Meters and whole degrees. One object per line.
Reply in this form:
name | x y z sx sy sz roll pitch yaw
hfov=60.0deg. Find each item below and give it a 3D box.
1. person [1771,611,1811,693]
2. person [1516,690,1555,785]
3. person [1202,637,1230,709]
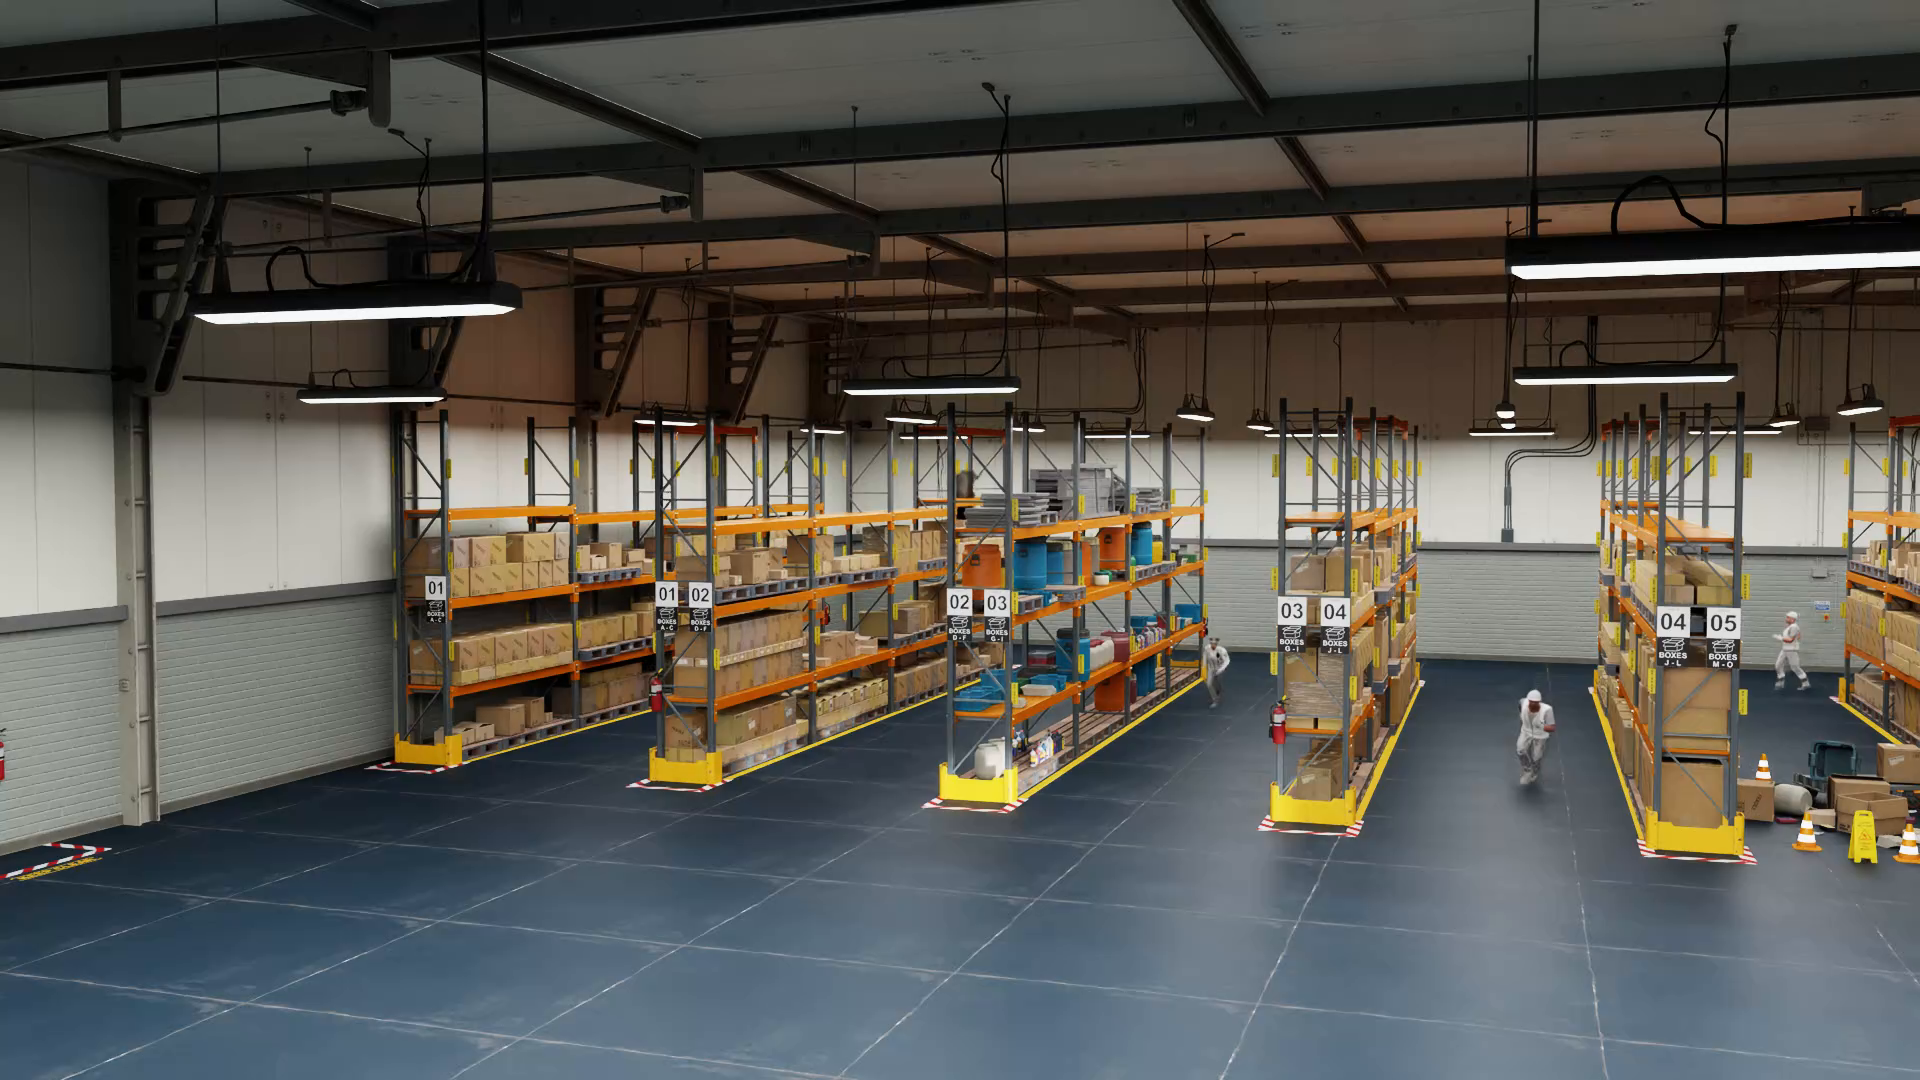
person | 18.531 2.511 37.070 0.803 1.845 0.648 0 2 11
person | 9.036 3.080 26.093 0.641 1.543 1.093 1 3 29
person | 5.414 2.753 35.013 0.604 1.516 1.032 1 3 20
